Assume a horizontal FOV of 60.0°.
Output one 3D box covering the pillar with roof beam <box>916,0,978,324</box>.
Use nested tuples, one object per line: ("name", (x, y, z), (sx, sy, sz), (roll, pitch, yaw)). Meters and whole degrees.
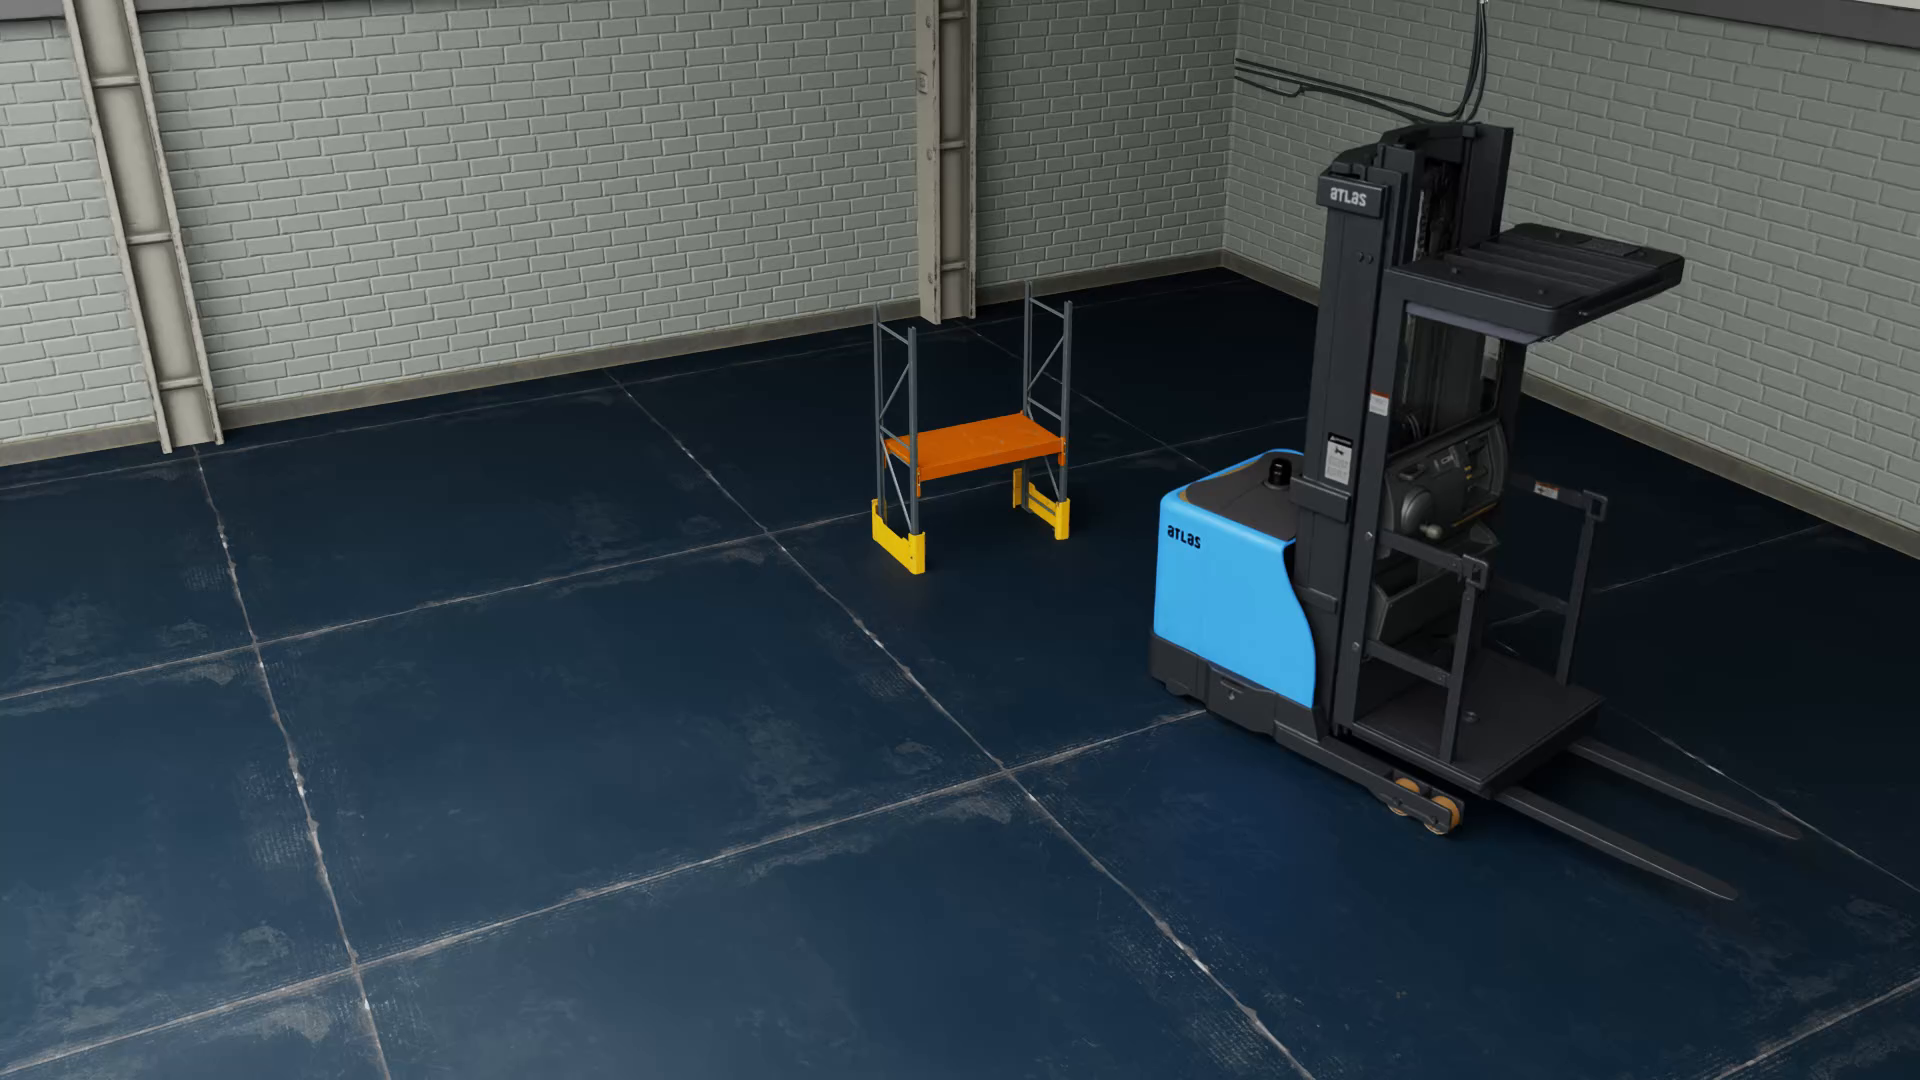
("pillar with roof beam", (1.919, -4.330, 8.872), (0.400, 9.000, 9.100), (-13, 29, -25))

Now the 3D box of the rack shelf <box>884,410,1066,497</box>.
("rack shelf", (0.075, -0.531, 10.039), (1.000, 0.185, 0.538), (-13, 29, -25))

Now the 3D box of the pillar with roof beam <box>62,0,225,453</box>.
("pillar with roof beam", (-3.375, -3.108, 6.327), (0.400, 9.000, 9.100), (-13, 29, -25))

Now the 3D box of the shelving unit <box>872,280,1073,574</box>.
("shelving unit", (0.067, -0.692, 9.958), (1.083, 1.500, 0.587), (-13, 29, -25))

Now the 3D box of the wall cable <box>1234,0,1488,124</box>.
("wall cable", (3.115, -4.670, 13.167), (0.112, 2.526, 3.097), (-13, 29, -25))

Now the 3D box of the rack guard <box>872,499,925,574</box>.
("rack guard", (-0.372, -0.027, 10.017), (0.087, 0.250, 0.587), (-13, 29, -25))

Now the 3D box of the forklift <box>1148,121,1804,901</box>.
("forklift", (2.343, -0.247, 7.378), (1.130, 2.935, 3.031), (-22, 33, -37))

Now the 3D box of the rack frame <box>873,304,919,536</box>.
("rack frame", (-0.373, -0.590, 9.746), (0.032, 1.500, 0.500), (-13, 29, -25))

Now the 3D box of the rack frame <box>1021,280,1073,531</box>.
("rack frame", (0.524, -0.797, 10.177), (0.032, 1.500, 0.500), (-13, 29, -25))

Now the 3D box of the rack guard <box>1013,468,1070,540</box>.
("rack guard", (0.507, -0.230, 10.439), (0.087, 0.250, 0.587), (-13, 29, -25))
